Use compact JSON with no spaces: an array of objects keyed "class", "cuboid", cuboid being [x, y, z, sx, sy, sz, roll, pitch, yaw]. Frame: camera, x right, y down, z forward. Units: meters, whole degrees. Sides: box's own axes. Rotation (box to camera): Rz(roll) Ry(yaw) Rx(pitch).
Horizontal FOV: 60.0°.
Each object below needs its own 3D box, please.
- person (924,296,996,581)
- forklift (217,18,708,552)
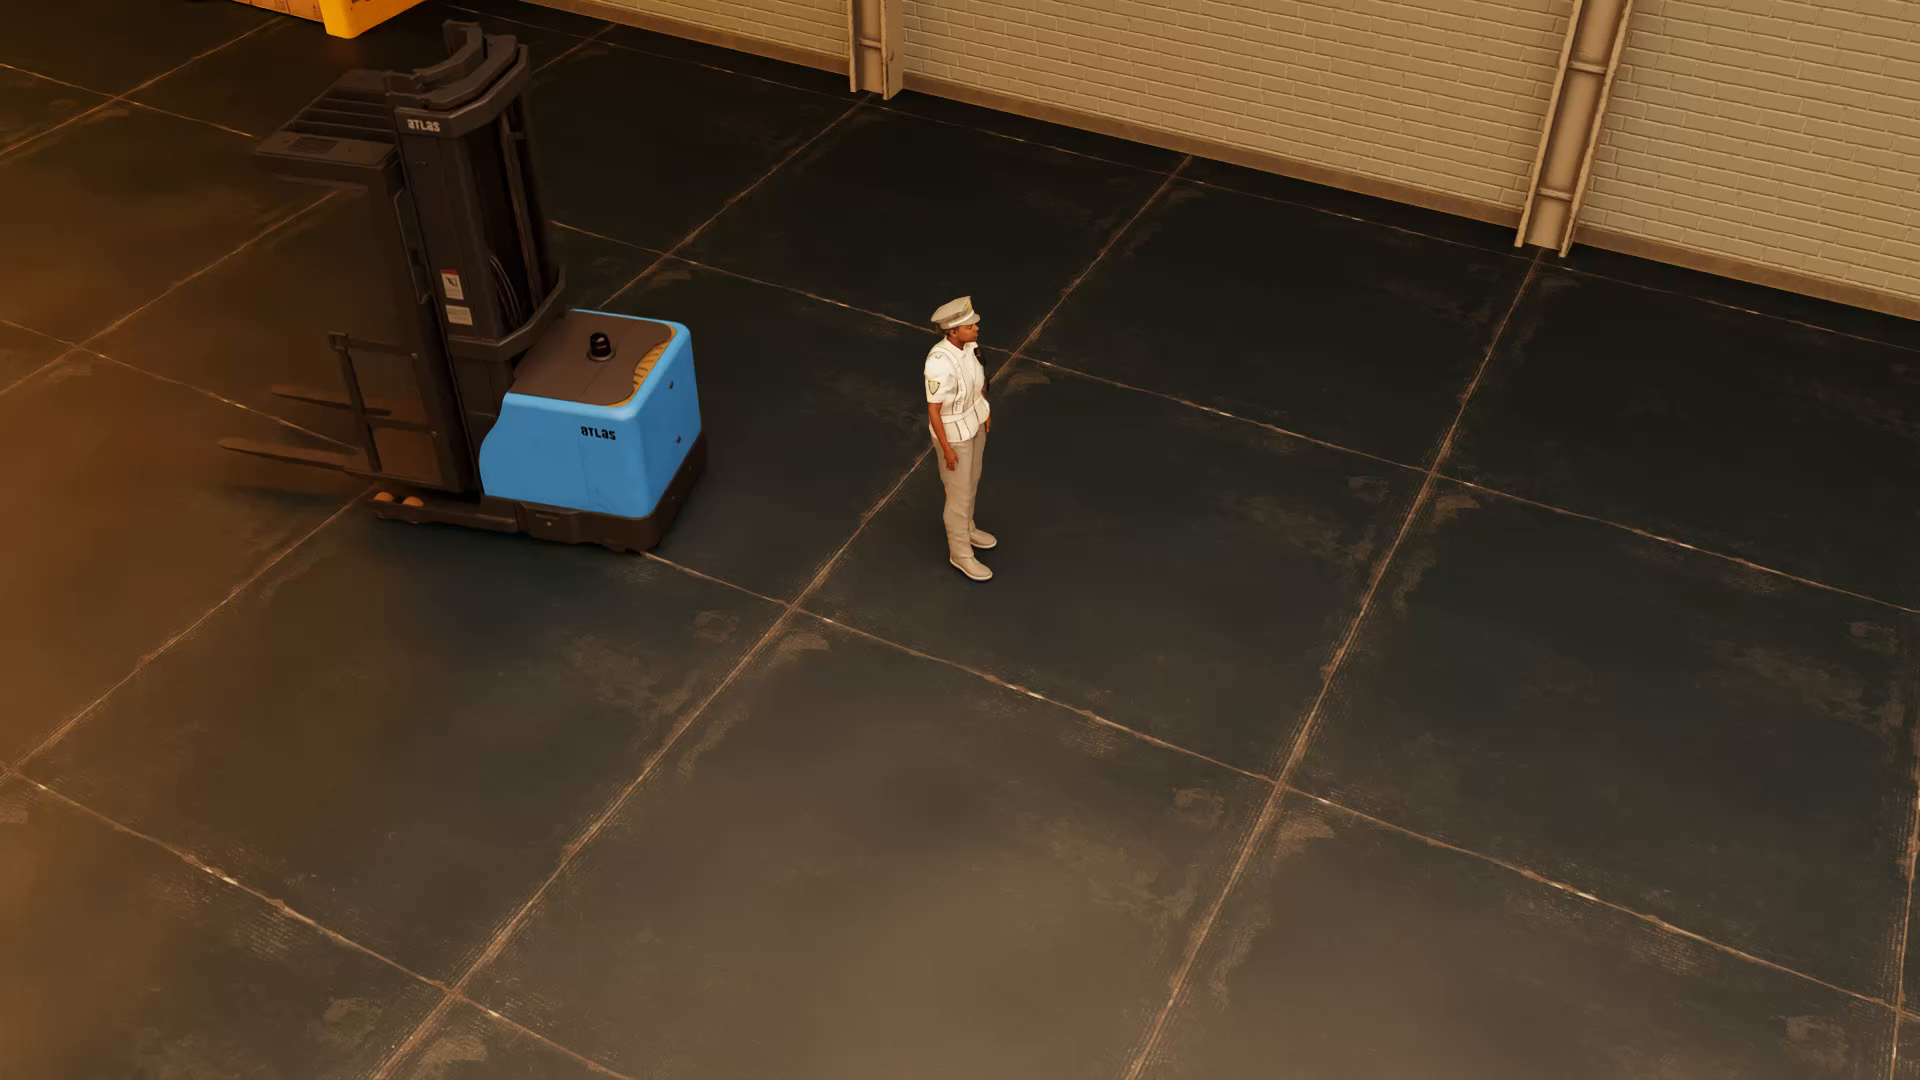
[{"class":"person","cuboid":[0.058,-0.620,9.672,0.528,1.694,0.570,18,43,21]},{"class":"forklift","cuboid":[-3.209,-1.546,9.823,3.031,2.935,1.130,9,41,10]}]
